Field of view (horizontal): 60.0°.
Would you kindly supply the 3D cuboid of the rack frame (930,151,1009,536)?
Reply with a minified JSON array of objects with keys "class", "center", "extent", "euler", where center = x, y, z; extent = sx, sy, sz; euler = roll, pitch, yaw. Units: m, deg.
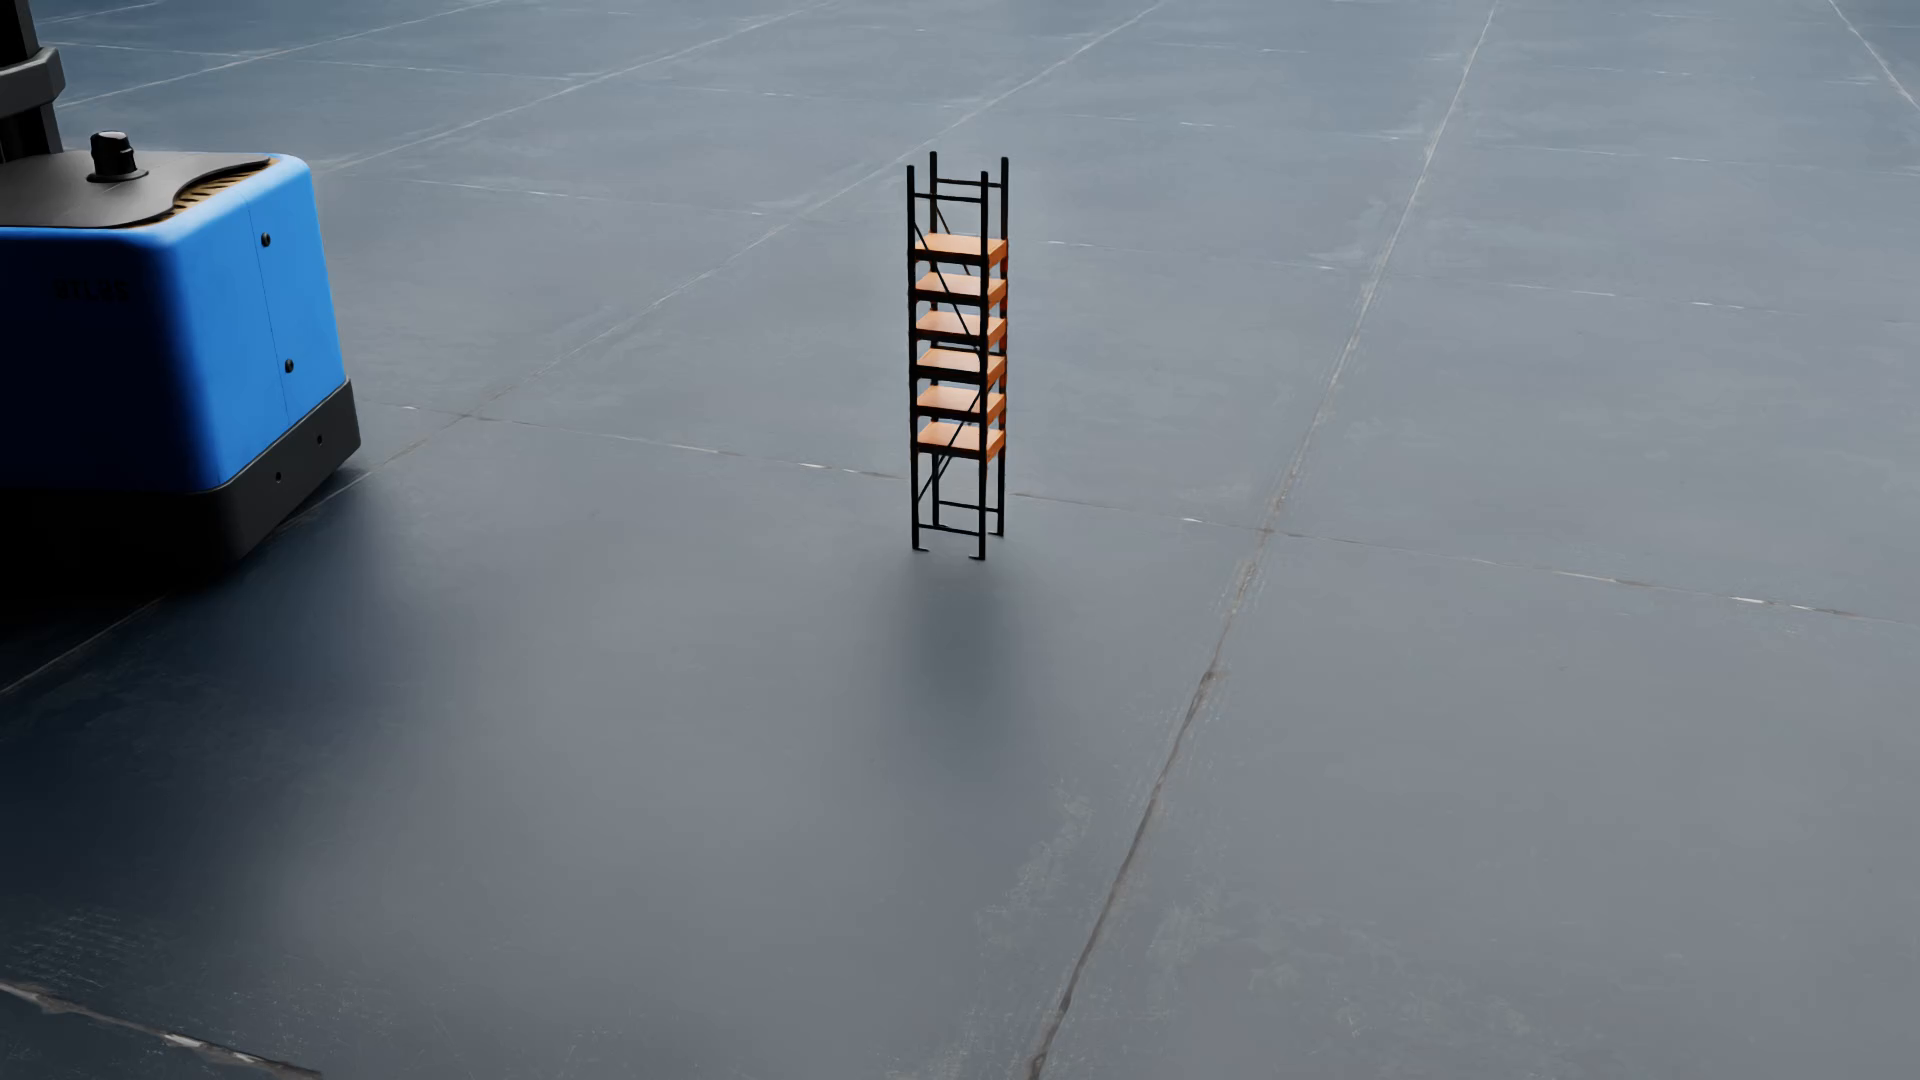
[{"class":"rack frame","center":[0.026,-0.572,5.054],"extent":[0.240,1.200,0.006],"euler":[9,27,17]}]

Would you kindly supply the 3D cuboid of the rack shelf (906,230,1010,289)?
[{"class":"rack shelf","center":[-0.005,-0.818,4.839],"extent":[0.258,0.103,0.180],"euler":[9,27,17]}]

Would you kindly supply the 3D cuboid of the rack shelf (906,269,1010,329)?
[{"class":"rack shelf","center":[-0.005,-0.710,4.891],"extent":[0.258,0.103,0.180],"euler":[9,27,17]}]

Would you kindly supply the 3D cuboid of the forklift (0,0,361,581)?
[{"class":"forklift","center":[-3.619,-1.444,4.869],"extent":[3.031,2.935,1.130],"euler":[2,26,4]}]

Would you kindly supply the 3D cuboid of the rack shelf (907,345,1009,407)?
[{"class":"rack shelf","center":[-0.005,-0.494,4.996],"extent":[0.258,0.103,0.180],"euler":[9,27,17]}]

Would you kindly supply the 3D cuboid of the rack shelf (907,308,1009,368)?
[{"class":"rack shelf","center":[-0.005,-0.602,4.943],"extent":[0.258,0.103,0.180],"euler":[9,27,17]}]

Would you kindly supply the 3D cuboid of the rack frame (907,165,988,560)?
[{"class":"rack frame","center":[-0.035,-0.496,4.899],"extent":[0.240,1.200,0.006],"euler":[9,27,17]}]

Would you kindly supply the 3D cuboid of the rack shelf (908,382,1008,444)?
[{"class":"rack shelf","center":[-0.005,-0.386,5.048],"extent":[0.258,0.103,0.180],"euler":[9,27,17]}]

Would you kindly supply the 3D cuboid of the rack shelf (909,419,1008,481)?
[{"class":"rack shelf","center":[-0.005,-0.278,5.100],"extent":[0.258,0.103,0.180],"euler":[9,27,17]}]

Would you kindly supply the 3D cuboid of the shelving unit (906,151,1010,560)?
[{"class":"shelving unit","center":[-0.005,-0.534,4.976],"extent":[0.258,1.200,0.189],"euler":[9,27,17]}]
